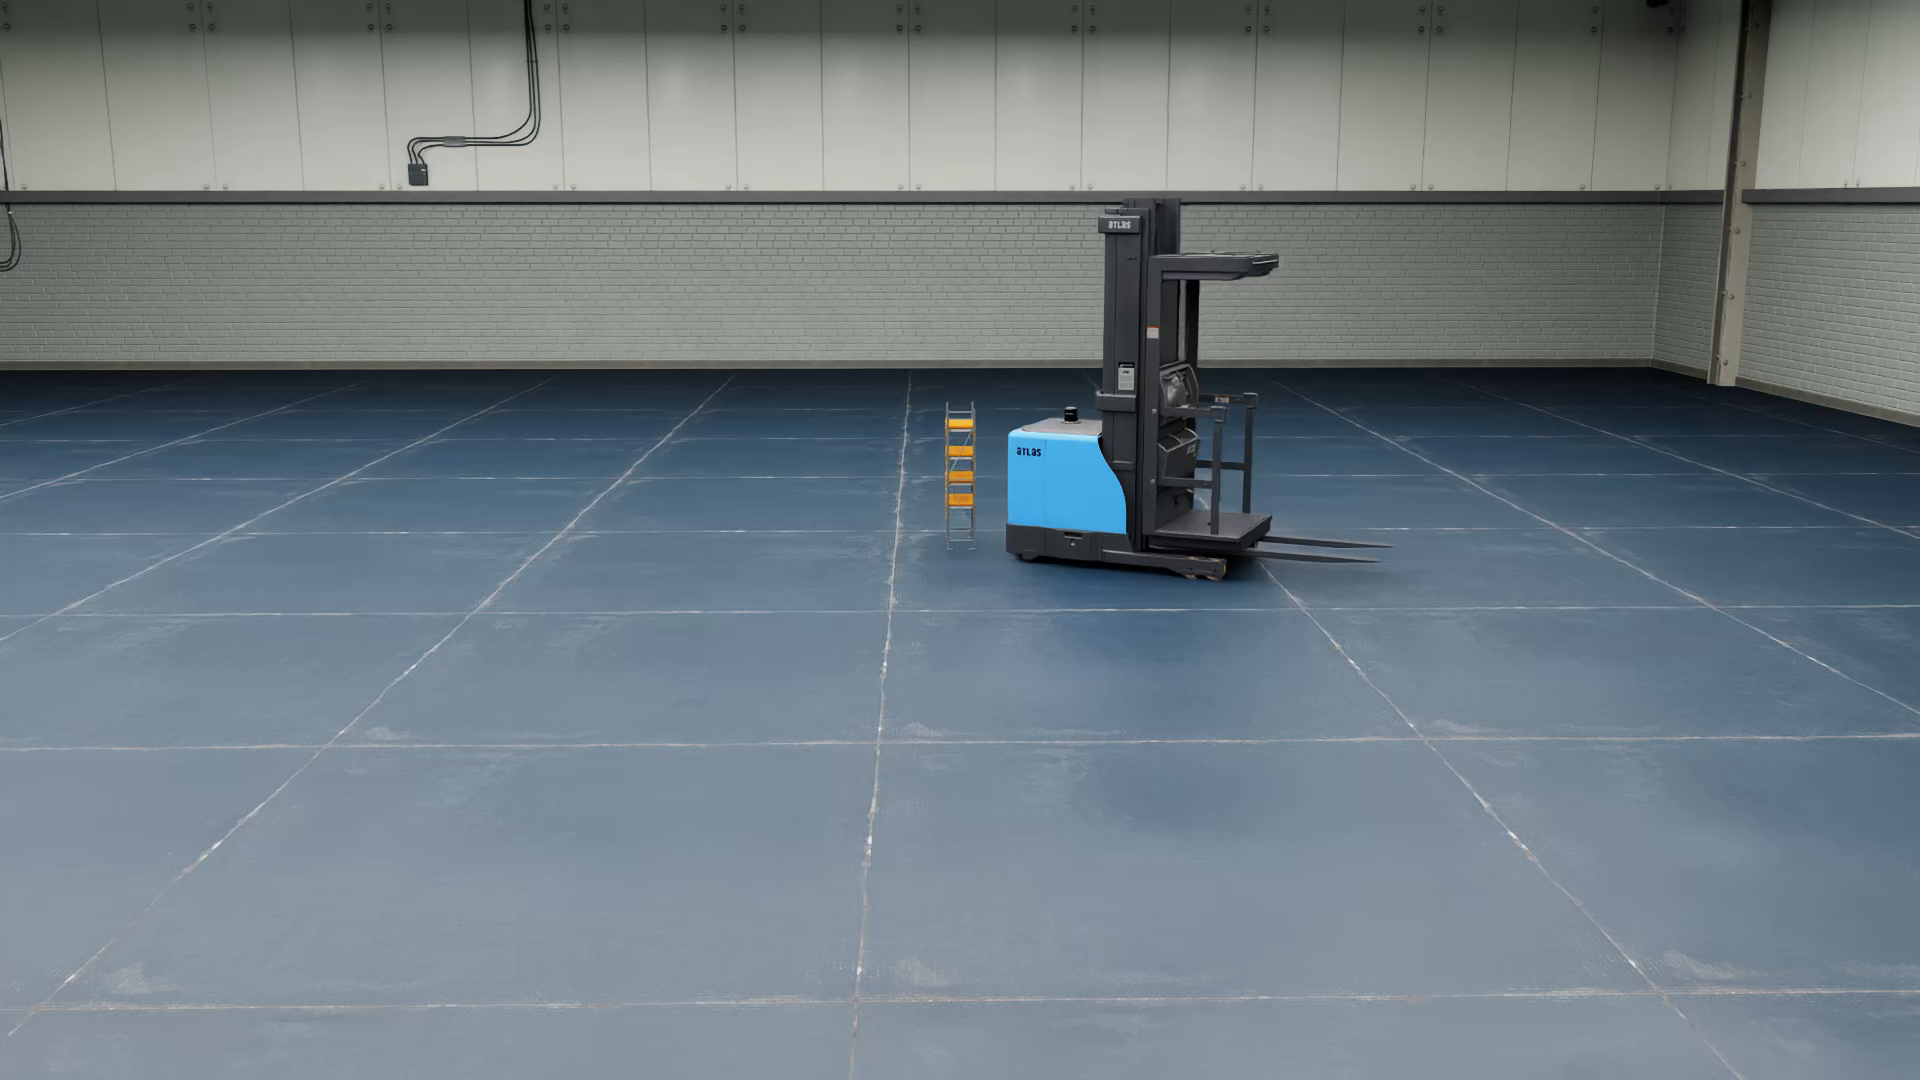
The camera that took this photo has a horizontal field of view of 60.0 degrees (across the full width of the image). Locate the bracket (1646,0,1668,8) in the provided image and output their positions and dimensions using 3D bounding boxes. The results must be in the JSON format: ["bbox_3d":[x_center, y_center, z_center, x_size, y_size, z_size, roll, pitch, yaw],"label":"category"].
[{"bbox_3d":[11.953,-9.249,28.460,0.235,0.232,0.430,0,11,-1],"label":"bracket"}]

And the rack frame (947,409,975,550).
[{"bbox_3d":[0.008,-0.507,14.039,0.240,1.200,0.015,0,11,-1],"label":"rack frame"}]

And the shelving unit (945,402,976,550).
[{"bbox_3d":[0.003,-0.555,14.278,0.258,1.200,0.503,0,11,-1],"label":"shelving unit"}]

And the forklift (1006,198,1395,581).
[{"bbox_3d":[1.941,-1.239,13.293,3.031,2.935,1.130,5,13,23],"label":"forklift"}]

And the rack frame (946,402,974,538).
[{"bbox_3d":[-0.002,-0.604,14.517,0.240,1.200,0.015,0,11,-1],"label":"rack frame"}]

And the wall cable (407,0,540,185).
[{"bbox_3d":[-8.375,-9.097,28.211,2.305,6.003,0.169,0,11,-1],"label":"wall cable"}]

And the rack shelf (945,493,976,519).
[{"bbox_3d":[0.003,-0.295,14.330,0.258,0.148,0.480,0,11,-1],"label":"rack shelf"}]

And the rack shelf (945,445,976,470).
[{"bbox_3d":[0.003,-0.708,14.247,0.258,0.148,0.480,0,11,-1],"label":"rack shelf"}]

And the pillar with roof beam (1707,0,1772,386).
[{"bbox_3d":[8.062,-6.915,26.010,9.100,9.000,0.400,0,11,-1],"label":"pillar with roof beam"}]

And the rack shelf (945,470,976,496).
[{"bbox_3d":[0.003,-0.489,14.291,0.258,0.148,0.480,0,11,-1],"label":"rack shelf"}]

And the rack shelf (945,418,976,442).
[{"bbox_3d":[0.003,-0.940,14.199,0.258,0.148,0.480,0,11,-1],"label":"rack shelf"}]

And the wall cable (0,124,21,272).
[{"bbox_3d":[-17.866,-5.872,28.681,3.097,2.526,0.112,0,11,-1],"label":"wall cable"}]
